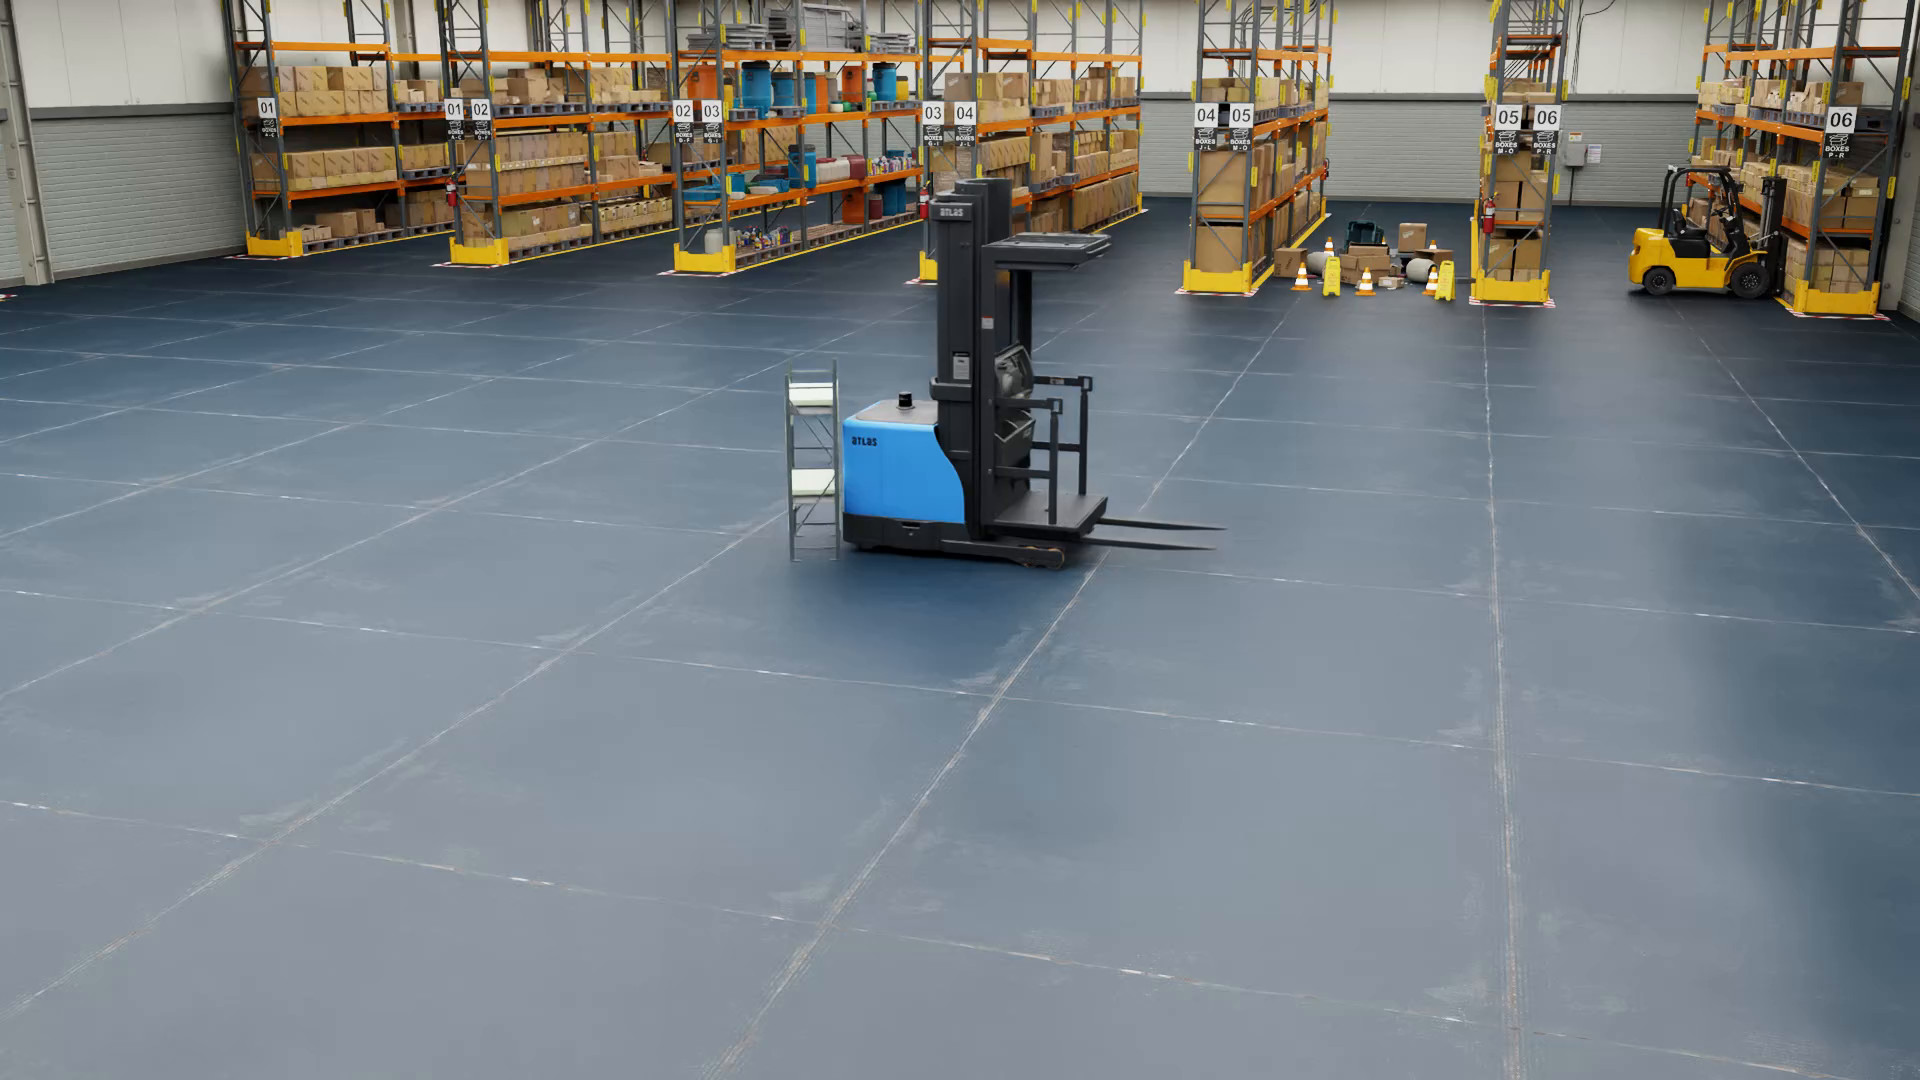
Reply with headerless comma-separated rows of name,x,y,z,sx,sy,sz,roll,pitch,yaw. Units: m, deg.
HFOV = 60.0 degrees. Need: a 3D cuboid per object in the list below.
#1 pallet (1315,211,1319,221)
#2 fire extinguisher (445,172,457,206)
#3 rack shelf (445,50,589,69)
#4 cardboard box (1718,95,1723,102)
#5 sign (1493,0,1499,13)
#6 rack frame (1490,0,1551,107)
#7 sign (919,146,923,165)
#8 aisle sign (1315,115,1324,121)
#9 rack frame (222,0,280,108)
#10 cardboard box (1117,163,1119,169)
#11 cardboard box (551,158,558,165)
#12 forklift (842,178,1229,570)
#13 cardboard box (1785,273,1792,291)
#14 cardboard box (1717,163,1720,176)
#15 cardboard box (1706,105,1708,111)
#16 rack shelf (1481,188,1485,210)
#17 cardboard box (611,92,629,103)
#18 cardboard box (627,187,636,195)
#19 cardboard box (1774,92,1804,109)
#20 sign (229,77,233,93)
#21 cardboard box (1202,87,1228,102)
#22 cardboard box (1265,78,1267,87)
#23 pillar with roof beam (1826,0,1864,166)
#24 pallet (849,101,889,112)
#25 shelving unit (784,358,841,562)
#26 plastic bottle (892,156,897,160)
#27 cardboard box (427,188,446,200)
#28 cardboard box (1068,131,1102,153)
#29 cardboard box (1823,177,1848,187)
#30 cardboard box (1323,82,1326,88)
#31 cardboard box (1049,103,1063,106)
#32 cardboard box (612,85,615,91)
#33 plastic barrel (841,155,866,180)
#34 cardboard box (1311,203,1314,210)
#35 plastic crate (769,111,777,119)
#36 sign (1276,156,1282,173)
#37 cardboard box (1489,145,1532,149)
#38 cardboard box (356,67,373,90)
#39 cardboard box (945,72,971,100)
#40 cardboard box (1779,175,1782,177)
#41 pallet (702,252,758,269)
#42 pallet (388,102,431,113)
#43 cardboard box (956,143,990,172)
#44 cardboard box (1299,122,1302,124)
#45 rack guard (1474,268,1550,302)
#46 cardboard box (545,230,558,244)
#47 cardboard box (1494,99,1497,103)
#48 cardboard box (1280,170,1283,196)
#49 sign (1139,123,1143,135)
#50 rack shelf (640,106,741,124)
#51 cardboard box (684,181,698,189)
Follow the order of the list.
pallet,8.810,-8.480,43.338,1.003,0.211,1.213,5,16,16
fire extinguisher,-10.153,-7.013,33.199,0.296,0.674,0.183,5,16,16
rack shelf,-9.106,-9.916,34.349,1.077,0.370,4.000,5,16,16
cardboard box,16.921,-9.723,36.622,0.380,0.149,0.250,5,17,16
sign,11.065,-11.054,34.309,0.100,0.325,0.005,5,16,16
rack frame,11.598,-10.486,34.309,1.000,3.000,0.127,5,16,16
sign,-0.704,-7.033,30.427,0.100,0.325,0.005,5,16,16
aisle sign,9.405,-11.297,43.398,0.394,0.787,0.004,5,16,16
rack frame,-14.424,-10.314,33.702,1.000,3.000,0.127,5,16,16
cardboard box,3.858,-9.553,42.472,0.380,0.149,0.250,4,16,14
cardboard box,-8.771,-8.032,35.277,0.380,0.149,0.250,5,17,17
forklift,0.619,-1.339,13.177,3.031,2.935,1.130,5,17,17
cardboard box,14.065,-4.279,27.689,0.500,0.250,0.500,5,16,16
cardboard box,16.732,-8.067,36.248,0.396,0.266,0.258,5,17,19
cardboard box,17.789,-10.173,39.160,0.380,0.149,0.250,5,16,16
rack shelf,11.029,-6.731,33.381,1.077,0.370,4.000,5,16,16
cardboard box,-7.935,-10.160,38.160,0.500,0.250,0.500,3,16,11
cardboard box,-9.981,-10.423,48.890,0.700,0.500,0.500,5,16,16
cardboard box,15.193,-8.028,30.351,0.500,0.311,0.500,4,16,14
sign,-14.951,-9.345,34.161,0.100,0.325,0.005,5,16,16
cardboard box,4.421,-7.779,29.037,0.500,0.250,0.500,5,17,17
cardboard box,5.312,-8.216,29.847,0.380,0.149,0.250,4,16,15
pillar with roof beam,12.724,-10.025,32.684,9.100,9.000,0.400,5,16,16
pallet,-2.341,-10.298,39.487,1.003,0.211,1.213,5,16,16
shelving unit,-1.180,-0.656,13.395,0.431,1.500,0.755,-1,16,-4
plastic bottle,-1.654,-9.473,41.819,0.144,0.351,0.185,5,16,16
cardboard box,-12.669,-8.419,40.416,0.500,0.250,0.500,5,16,16
cardboard box,3.060,-9.778,40.785,0.797,0.503,0.637,4,16,14
cardboard box,13.984,-5.737,26.641,0.380,0.149,0.250,5,16,16
cardboard box,9.076,-11.543,42.158,0.380,0.149,0.250,5,17,17
cardboard box,1.923,-9.334,36.019,0.500,0.250,0.500,5,17,17
cardboard box,-10.121,-12.750,47.110,0.500,0.250,0.500,4,16,14
plastic barrel,-2.494,-8.673,38.662,0.600,0.536,0.708,5,16,16
cardboard box,8.703,-8.389,41.819,0.380,0.149,0.250,4,16,15
plastic crate,-3.858,-8.571,33.538,0.243,0.136,0.396,5,16,16
sign,6.219,-7.323,32.419,0.100,0.325,0.005,5,16,16
cardboard box,9.732,-6.723,29.475,0.700,0.500,0.500,5,16,16
cardboard box,-13.317,-10.159,36.601,0.500,0.500,0.500,6,17,19
cardboard box,0.021,-8.576,31.425,0.500,0.500,0.500,5,16,16
cardboard box,14.878,-6.467,29.761,0.380,0.149,0.250,4,16,15
pallet,-4.713,-5.554,33.024,1.003,0.211,1.213,5,16,16
pallet,-13.010,-9.981,38.367,1.213,0.211,1.003,5,16,16
cardboard box,0.240,-7.071,30.700,0.500,0.500,0.500,5,16,16
cardboard box,8.408,-10.359,42.294,0.500,0.500,0.500,4,16,15
rack guard,9.346,-4.325,28.160,1.175,0.500,0.348,5,16,16
cardboard box,-8.880,-6.440,35.305,0.500,0.250,0.500,5,16,16
cardboard box,9.541,-7.728,29.081,0.380,0.149,0.250,5,17,17
cardboard box,6.237,-7.208,33.562,0.500,0.500,0.500,5,17,16
sign,4.886,-11.087,44.865,0.100,0.325,0.005,5,16,16
rack shelf,-6.832,-10.758,42.083,1.077,0.370,4.000,5,16,16
cardboard box,-7.061,-9.054,42.653,0.500,0.250,0.500,4,16,15
